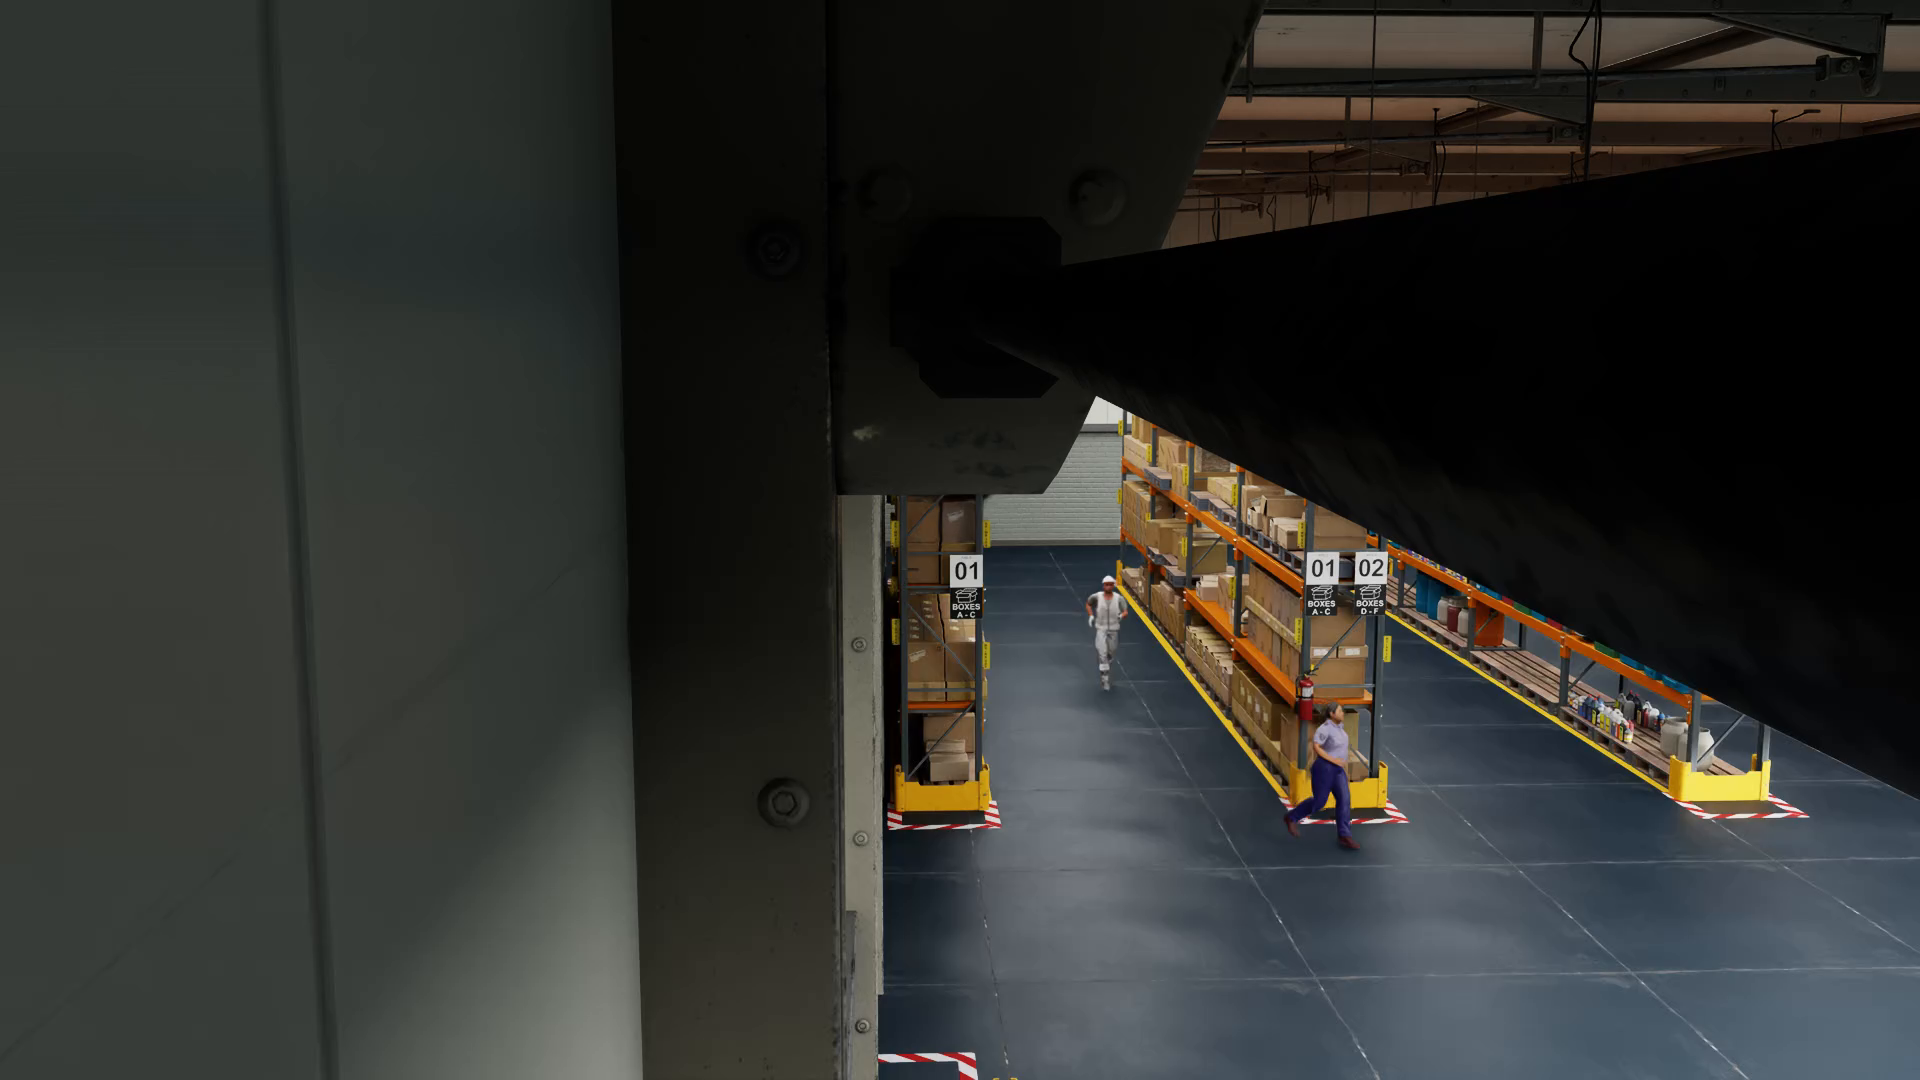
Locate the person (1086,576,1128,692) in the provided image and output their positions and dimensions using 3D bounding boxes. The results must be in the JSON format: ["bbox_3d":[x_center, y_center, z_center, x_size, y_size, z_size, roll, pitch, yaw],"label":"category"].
[{"bbox_3d":[2.387,1.469,26.921,0.651,1.805,0.983,-1,8,-4],"label":"person"}]

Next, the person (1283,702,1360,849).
[{"bbox_3d":[4.311,2.693,19.334,0.925,1.625,0.691,7,11,40],"label":"person"}]
